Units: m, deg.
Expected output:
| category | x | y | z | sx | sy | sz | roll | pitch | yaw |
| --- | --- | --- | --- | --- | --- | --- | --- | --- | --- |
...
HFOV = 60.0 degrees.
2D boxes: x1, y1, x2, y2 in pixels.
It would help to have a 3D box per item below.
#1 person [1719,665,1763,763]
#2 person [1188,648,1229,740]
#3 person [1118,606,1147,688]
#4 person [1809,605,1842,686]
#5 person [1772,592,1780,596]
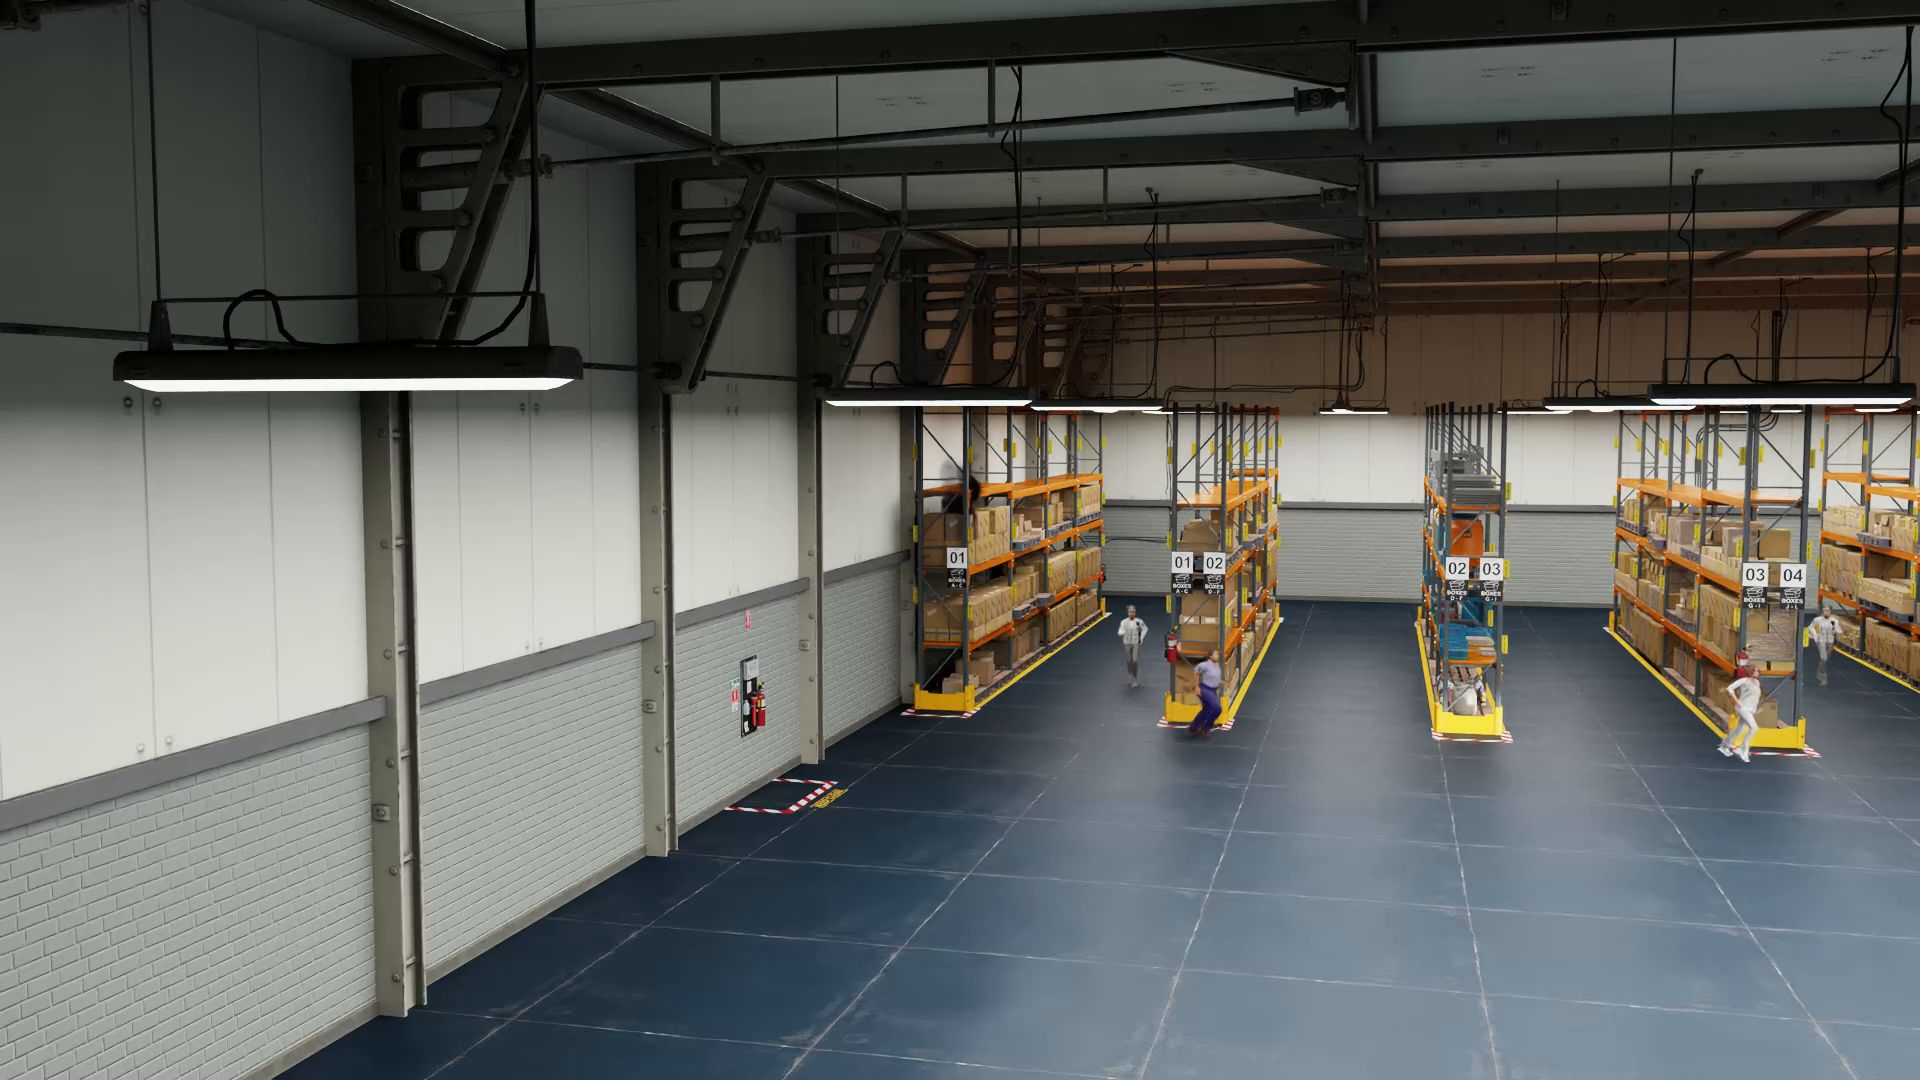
| category | x | y | z | sx | sy | sz | roll | pitch | yaw |
| --- | --- | --- | --- | --- | --- | --- | --- | --- | --- |
| person | 13.118 | 2.873 | 27.828 | 0.525 | 1.600 | 0.671 | -3 | 5 | -38 |
| person | 4.418 | 2.732 | 29.622 | 0.783 | 1.627 | 0.520 | 3 | 5 | 33 |
| person | 3.666 | 2.260 | 35.430 | 0.594 | 1.745 | 0.712 | 1 | 4 | 13 |
| person | 18.615 | 2.248 | 35.734 | 0.584 | 1.754 | 0.760 | 1 | 4 | 11 |
| person | 20.514 | 1.786 | 41.393 | 0.693 | 1.735 | 0.760 | 2 | 5 | 22 |
